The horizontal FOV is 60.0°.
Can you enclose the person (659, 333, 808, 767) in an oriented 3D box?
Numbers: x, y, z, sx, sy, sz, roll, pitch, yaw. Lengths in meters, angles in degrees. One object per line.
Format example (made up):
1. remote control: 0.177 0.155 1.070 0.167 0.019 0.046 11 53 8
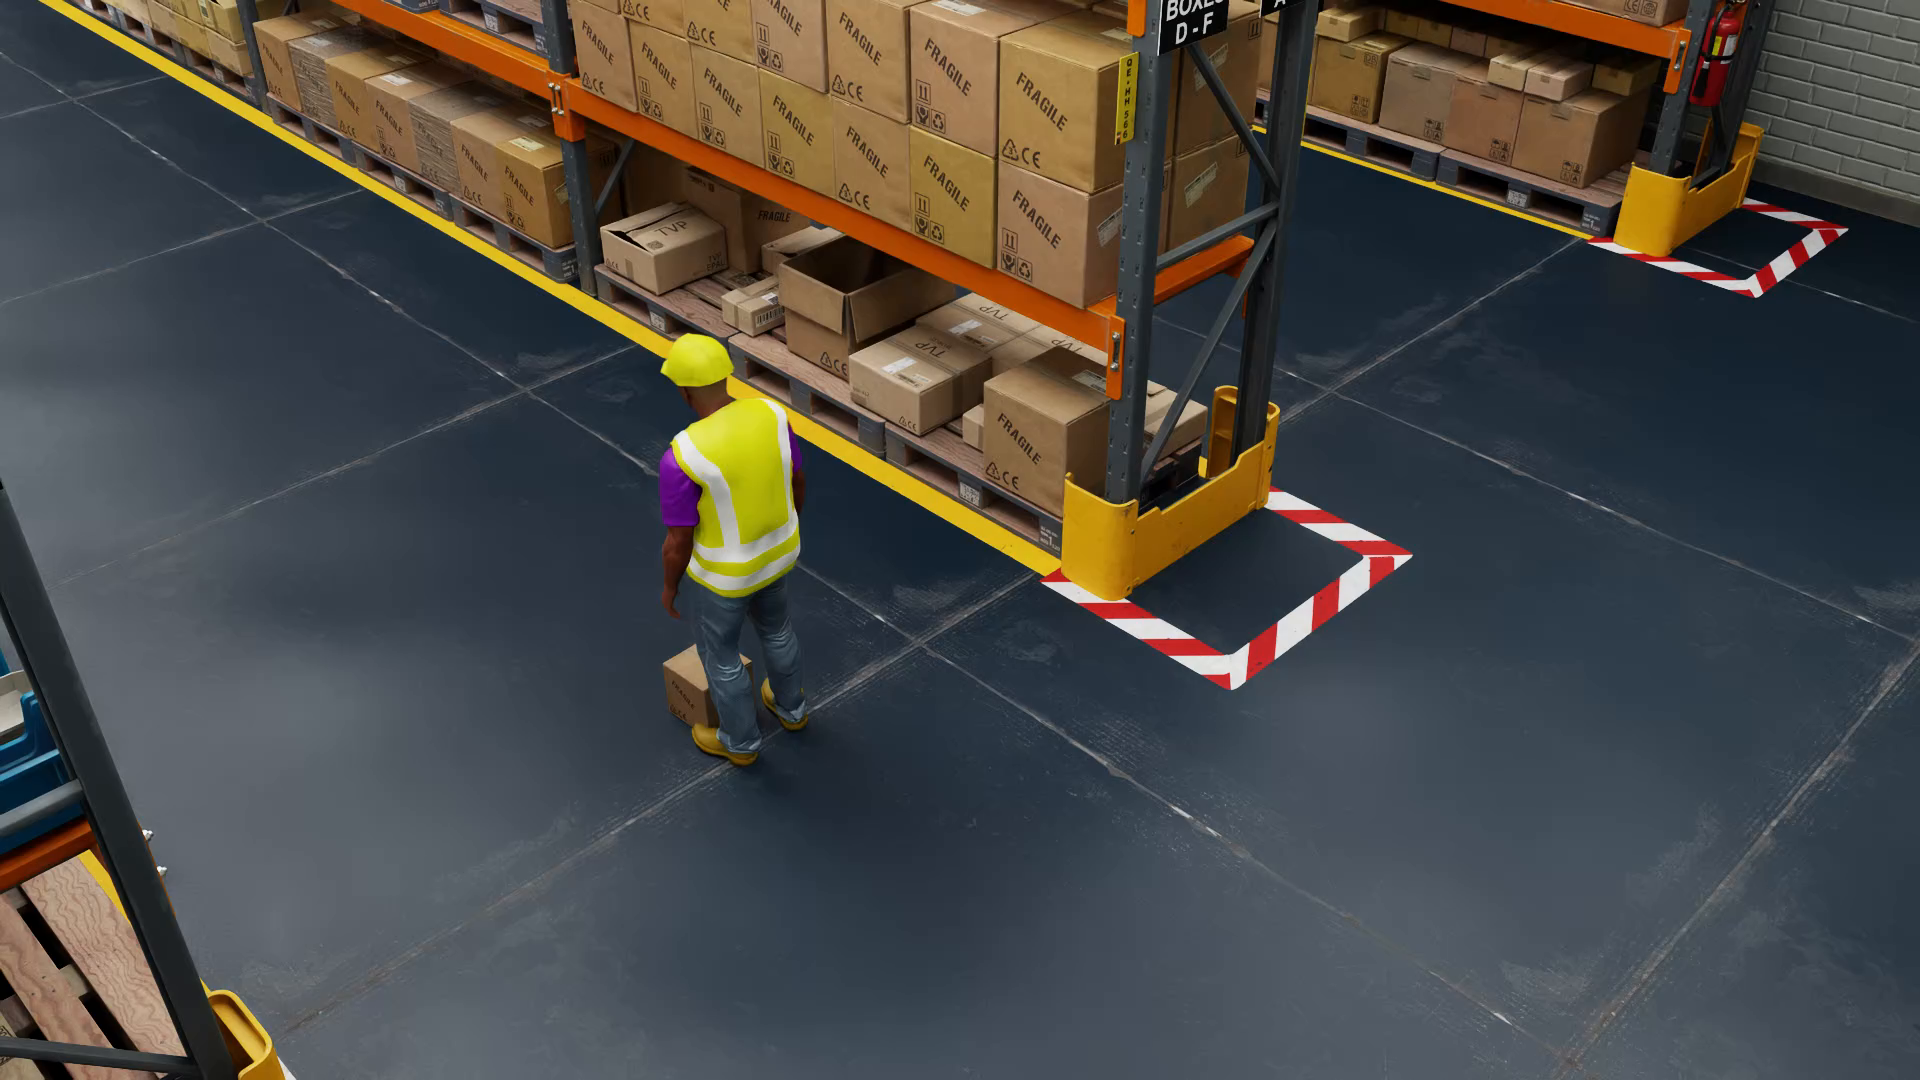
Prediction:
1. person: -0.825 0.052 6.056 0.458 1.761 0.626 30 45 35
